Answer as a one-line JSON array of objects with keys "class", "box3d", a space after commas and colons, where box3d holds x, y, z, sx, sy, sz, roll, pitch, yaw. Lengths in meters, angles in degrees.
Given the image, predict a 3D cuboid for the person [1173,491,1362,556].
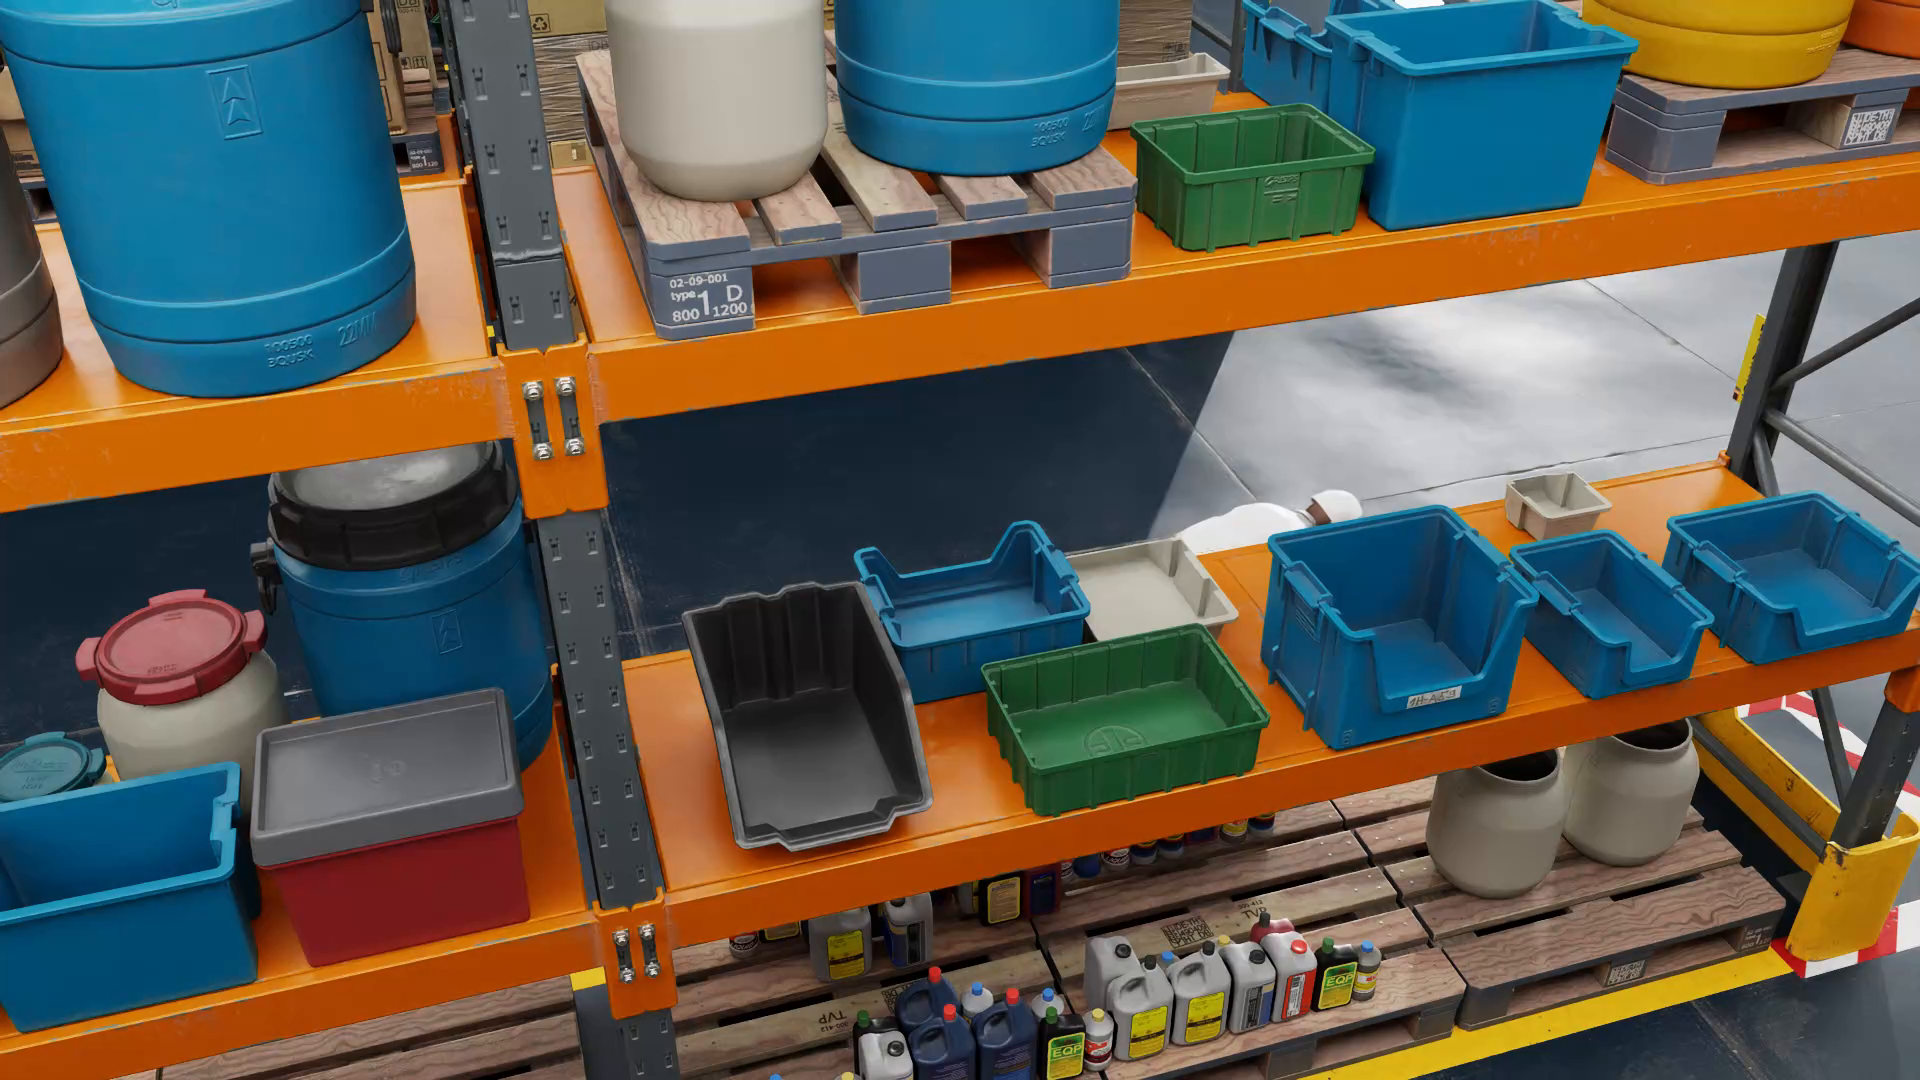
[{"class": "person", "box3d": [1.160, 0.247, 6.692, 0.974, 0.820, 0.509, -11, 35, -16]}]
